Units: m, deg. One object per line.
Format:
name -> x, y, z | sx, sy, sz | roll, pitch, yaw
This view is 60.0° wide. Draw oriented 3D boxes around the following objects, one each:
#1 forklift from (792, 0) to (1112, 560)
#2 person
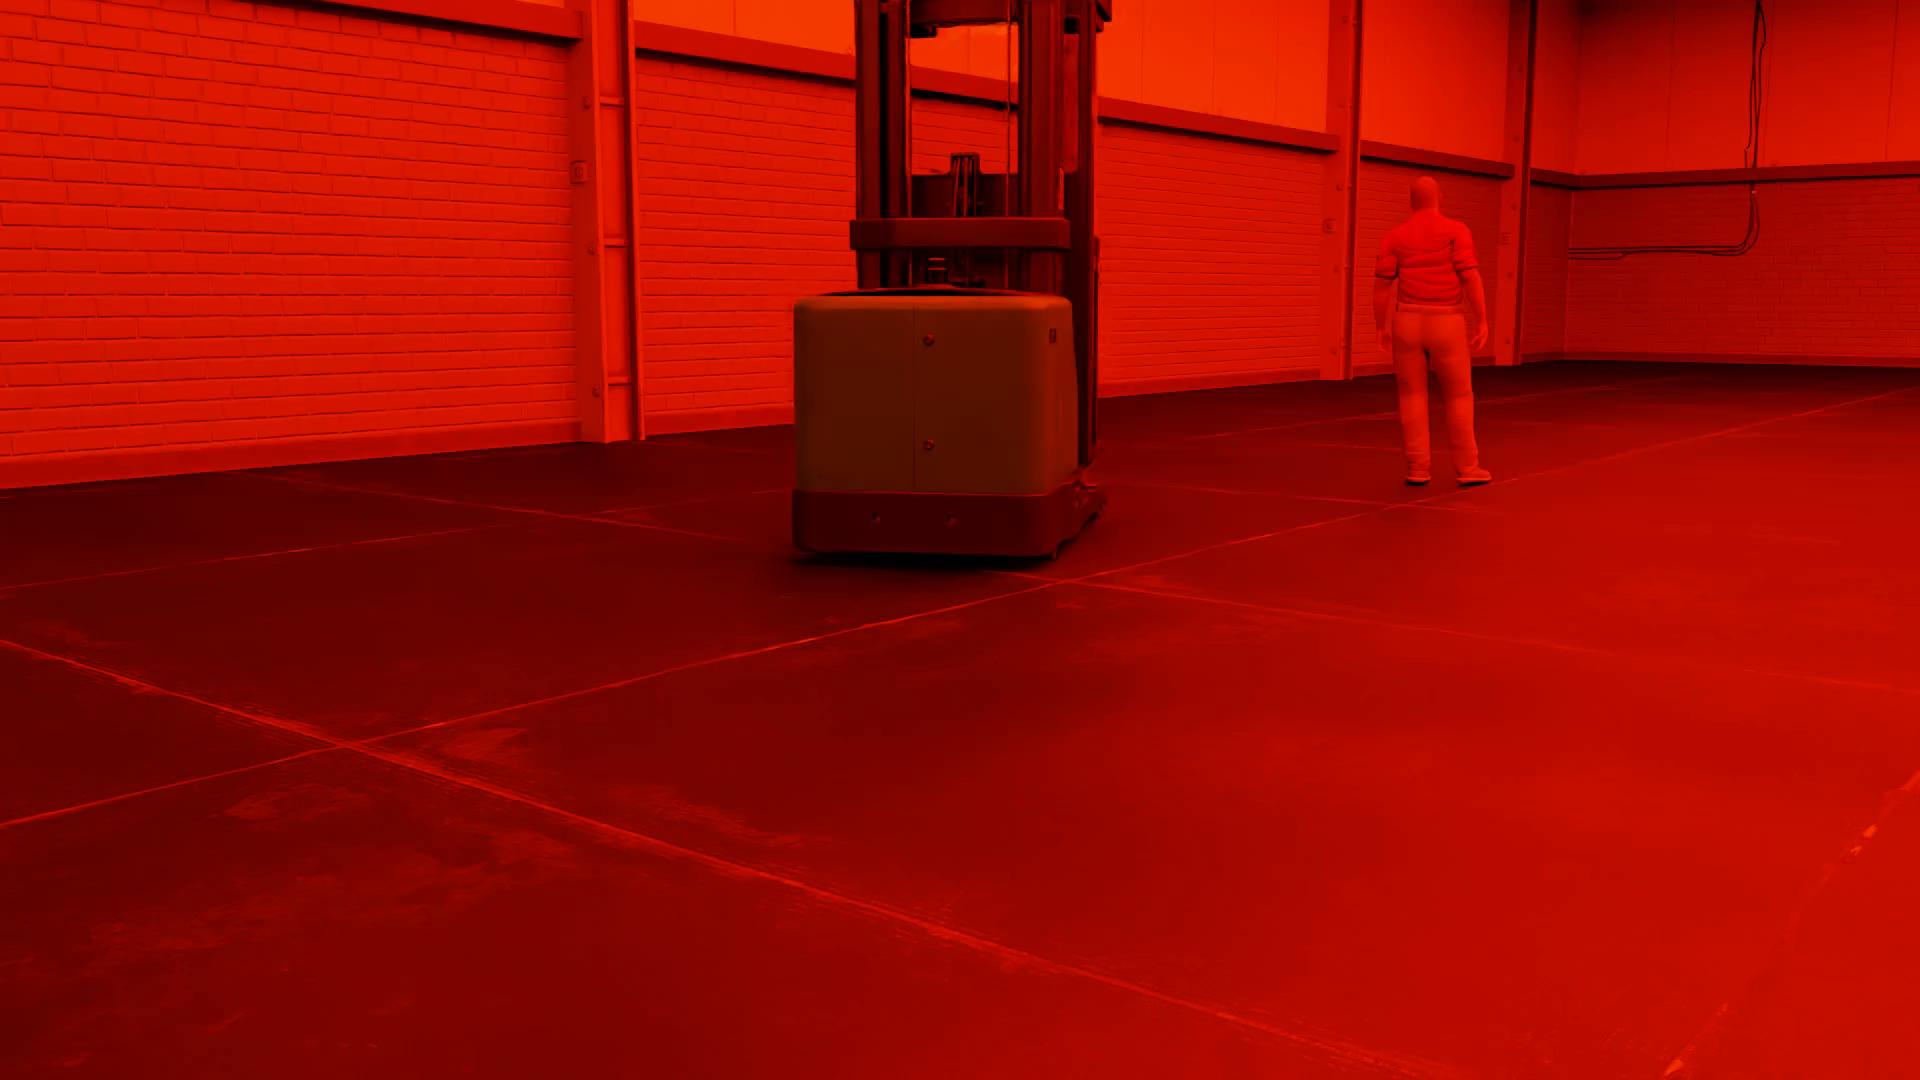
forklift -> 0.113, -1.542, 7.822 | 1.130, 2.935, 3.031 | 2, 8, 11
person -> 2.712, -1.190, 9.520 | 0.639, 1.727, 0.551 | 5, 9, 28
